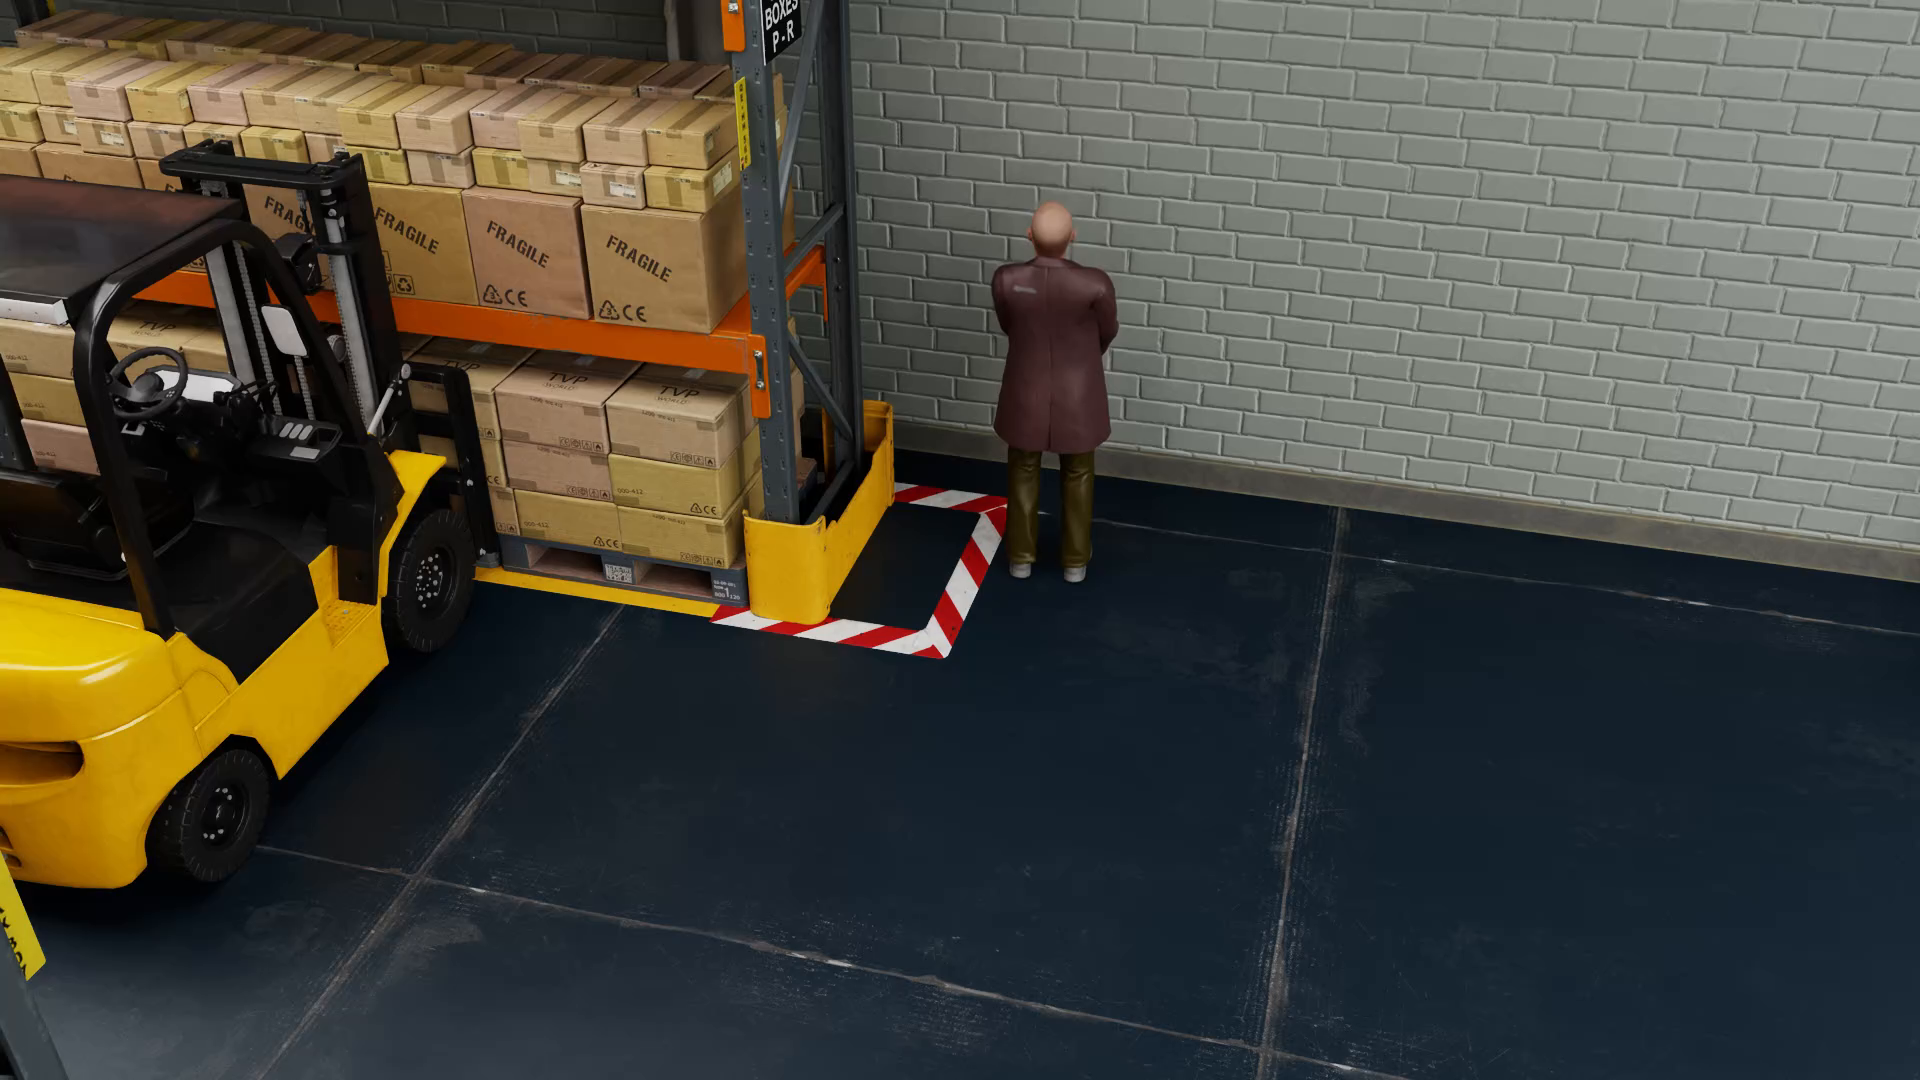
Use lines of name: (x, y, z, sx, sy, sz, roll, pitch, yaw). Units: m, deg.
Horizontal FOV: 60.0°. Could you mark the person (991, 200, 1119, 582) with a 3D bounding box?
person: (0.413, -0.685, 7.238, 0.534, 1.770, 0.562, 5, 33, 7)
